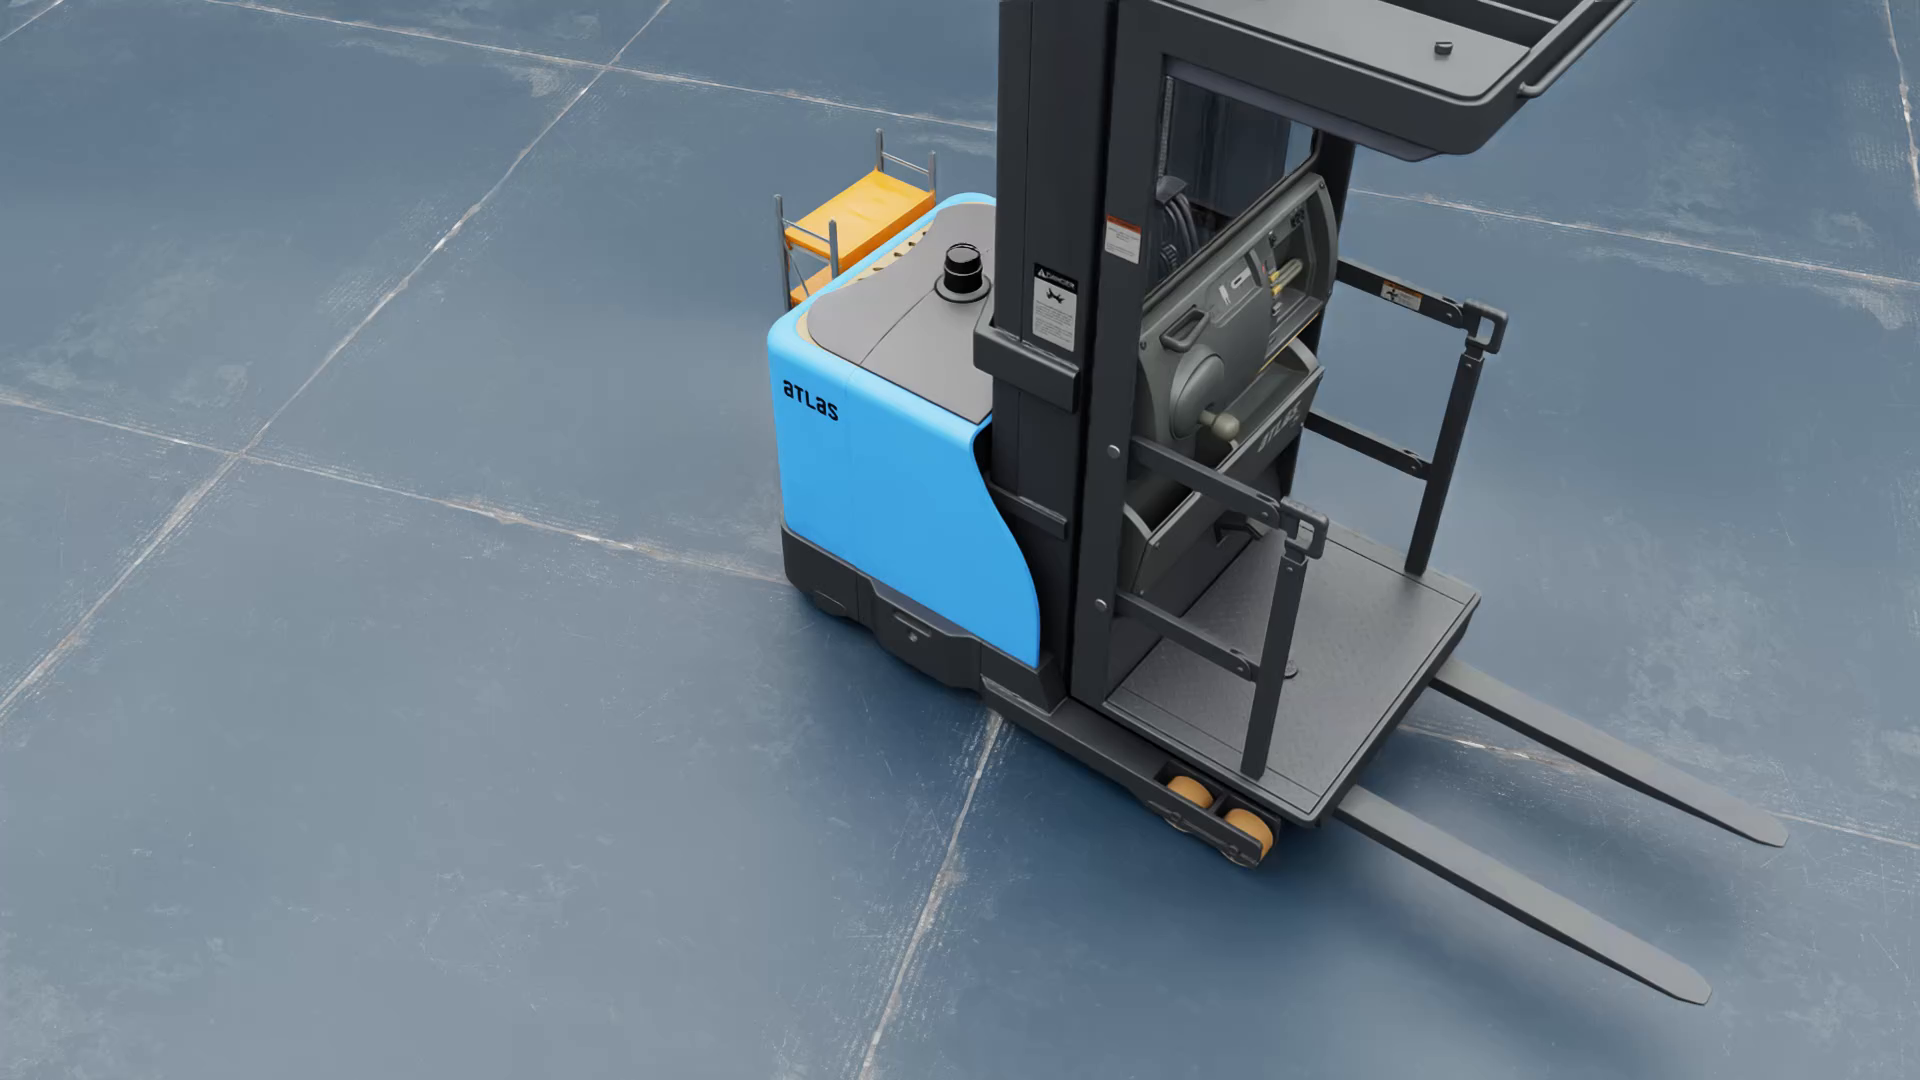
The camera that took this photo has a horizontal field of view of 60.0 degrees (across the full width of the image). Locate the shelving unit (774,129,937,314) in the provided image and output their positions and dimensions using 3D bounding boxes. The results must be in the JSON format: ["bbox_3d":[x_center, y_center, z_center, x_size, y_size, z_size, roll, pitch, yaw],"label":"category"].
[{"bbox_3d":[-0.324,-0.717,5.624,0.258,1.200,0.503,28,51,26],"label":"shelving unit"}]

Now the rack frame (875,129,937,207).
[{"bbox_3d":[-0.176,-0.852,5.763,0.240,1.200,0.015,28,51,26],"label":"rack frame"}]

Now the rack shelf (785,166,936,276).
[{"bbox_3d":[-0.324,-0.998,5.350,0.258,0.148,0.480,28,51,26],"label":"rack shelf"}]

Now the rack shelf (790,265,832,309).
[{"bbox_3d":[-0.324,-0.828,5.515,0.258,0.148,0.480,28,51,26],"label":"rack shelf"}]

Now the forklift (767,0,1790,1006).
[{"bbox_3d":[0.894,-0.535,4.201,3.031,2.935,1.130,28,51,26],"label":"forklift"}]

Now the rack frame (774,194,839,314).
[{"bbox_3d":[-0.473,-0.581,5.486,0.240,1.200,0.015,28,51,26],"label":"rack frame"}]
